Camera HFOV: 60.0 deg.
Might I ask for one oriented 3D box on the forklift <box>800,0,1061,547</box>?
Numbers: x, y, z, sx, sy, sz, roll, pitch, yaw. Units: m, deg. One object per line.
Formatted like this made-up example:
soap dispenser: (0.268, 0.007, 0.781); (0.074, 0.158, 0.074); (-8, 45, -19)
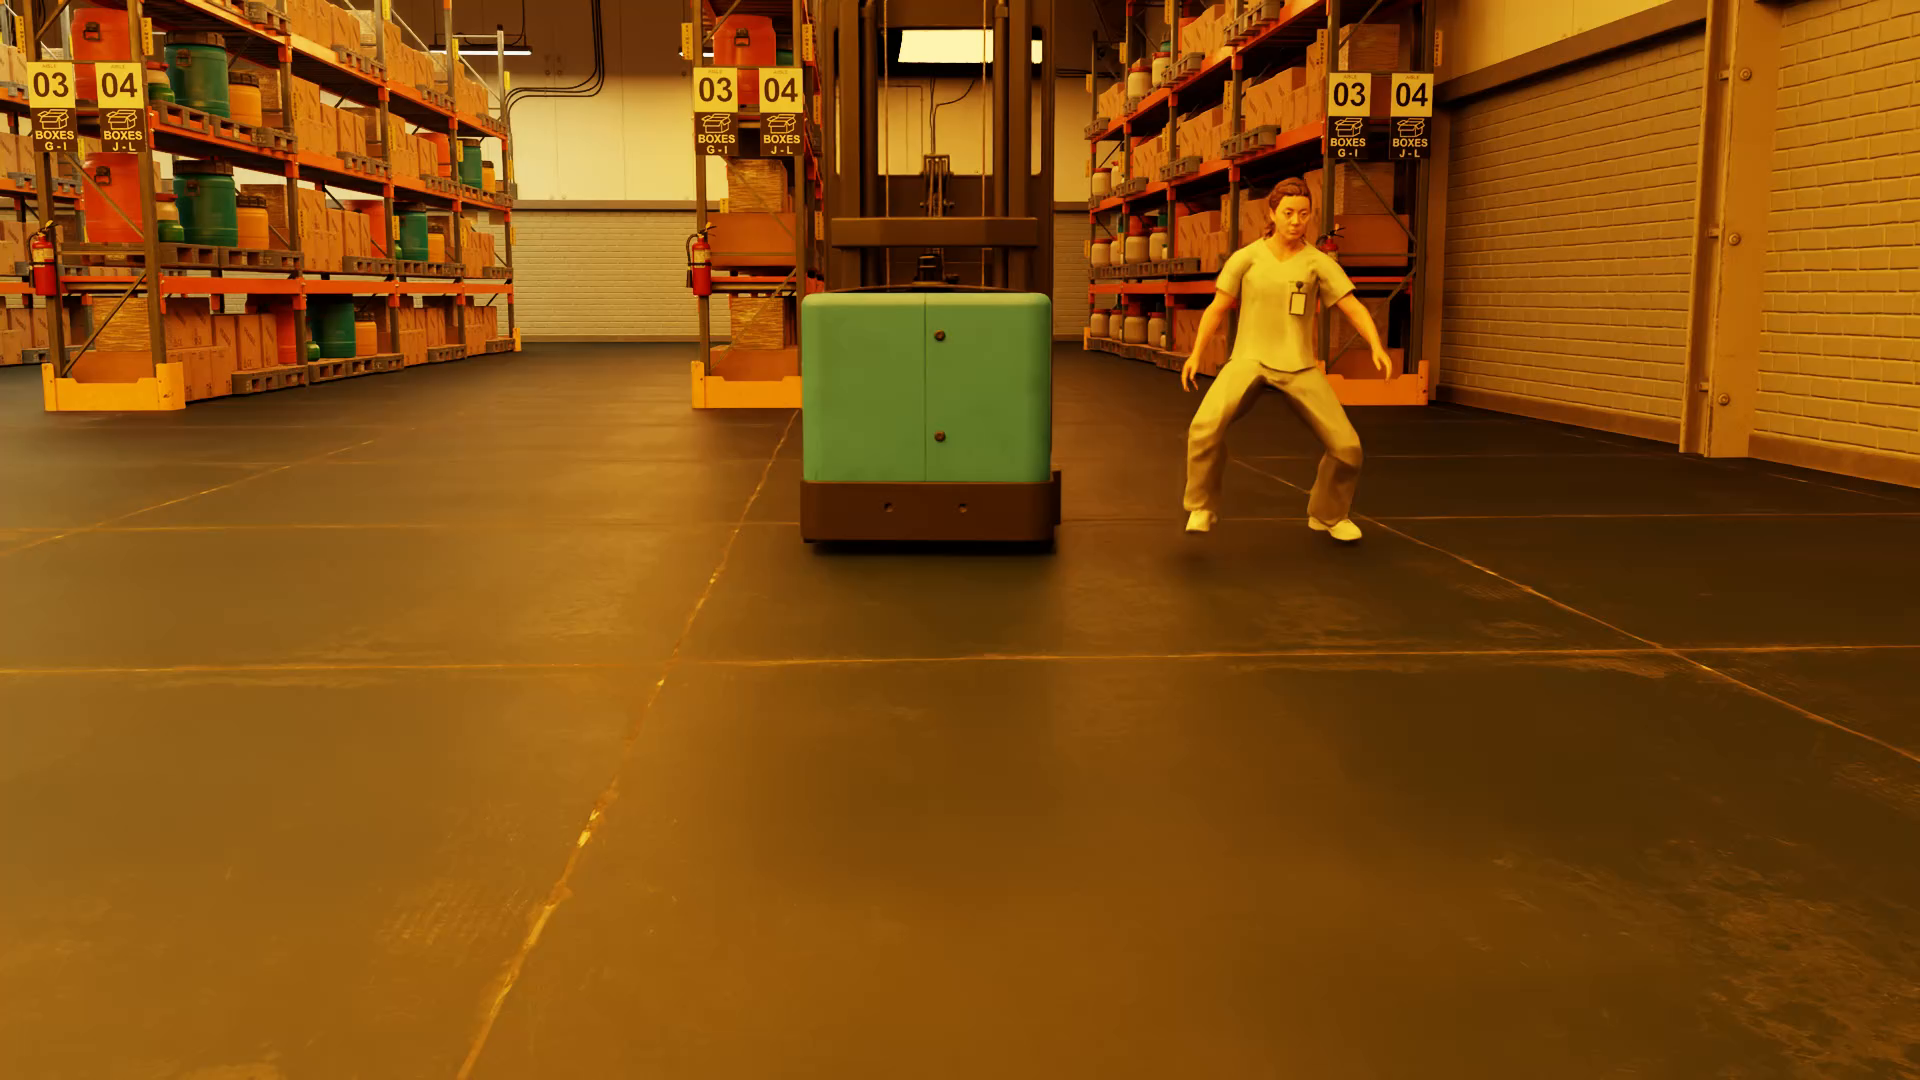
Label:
forklift: (-0.091, -1.598, 8.093); (1.130, 2.935, 3.031); (0, 8, 2)

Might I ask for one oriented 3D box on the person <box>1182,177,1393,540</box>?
person: (1.364, -0.746, 6.986); (0.850, 1.531, 0.664); (1, 9, 8)
